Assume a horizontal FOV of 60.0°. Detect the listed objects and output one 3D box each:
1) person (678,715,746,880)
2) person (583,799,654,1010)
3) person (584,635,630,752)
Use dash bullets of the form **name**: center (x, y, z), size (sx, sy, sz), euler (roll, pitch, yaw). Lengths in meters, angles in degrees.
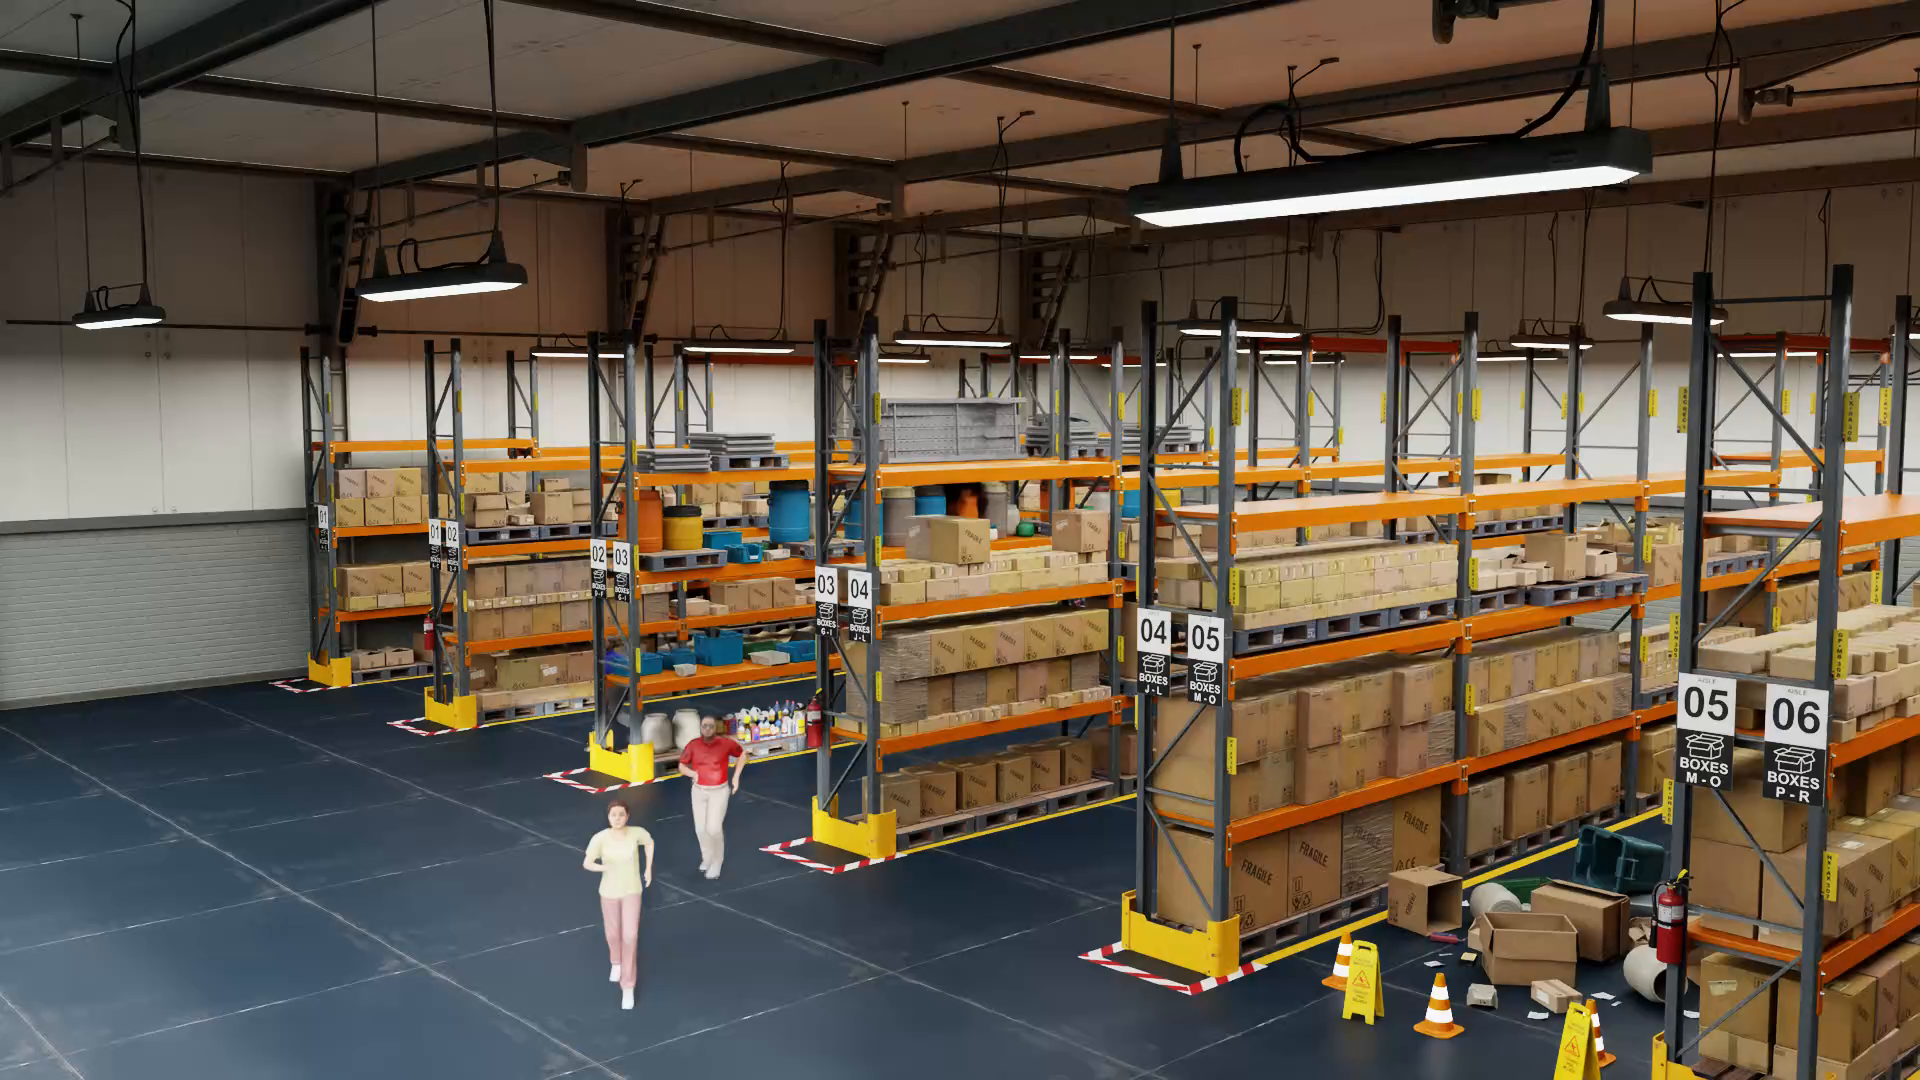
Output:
- **person**: center (-2.677, 2.758, 17.787), size (0.665, 1.770, 0.704), euler (1, 5, 7)
- **person**: center (-2.929, 3.063, 14.288), size (0.576, 1.721, 0.831), euler (-1, 5, -7)
- **person**: center (-5.075, 2.216, 24.218), size (0.886, 1.667, 0.584), euler (-5, 7, -43)
